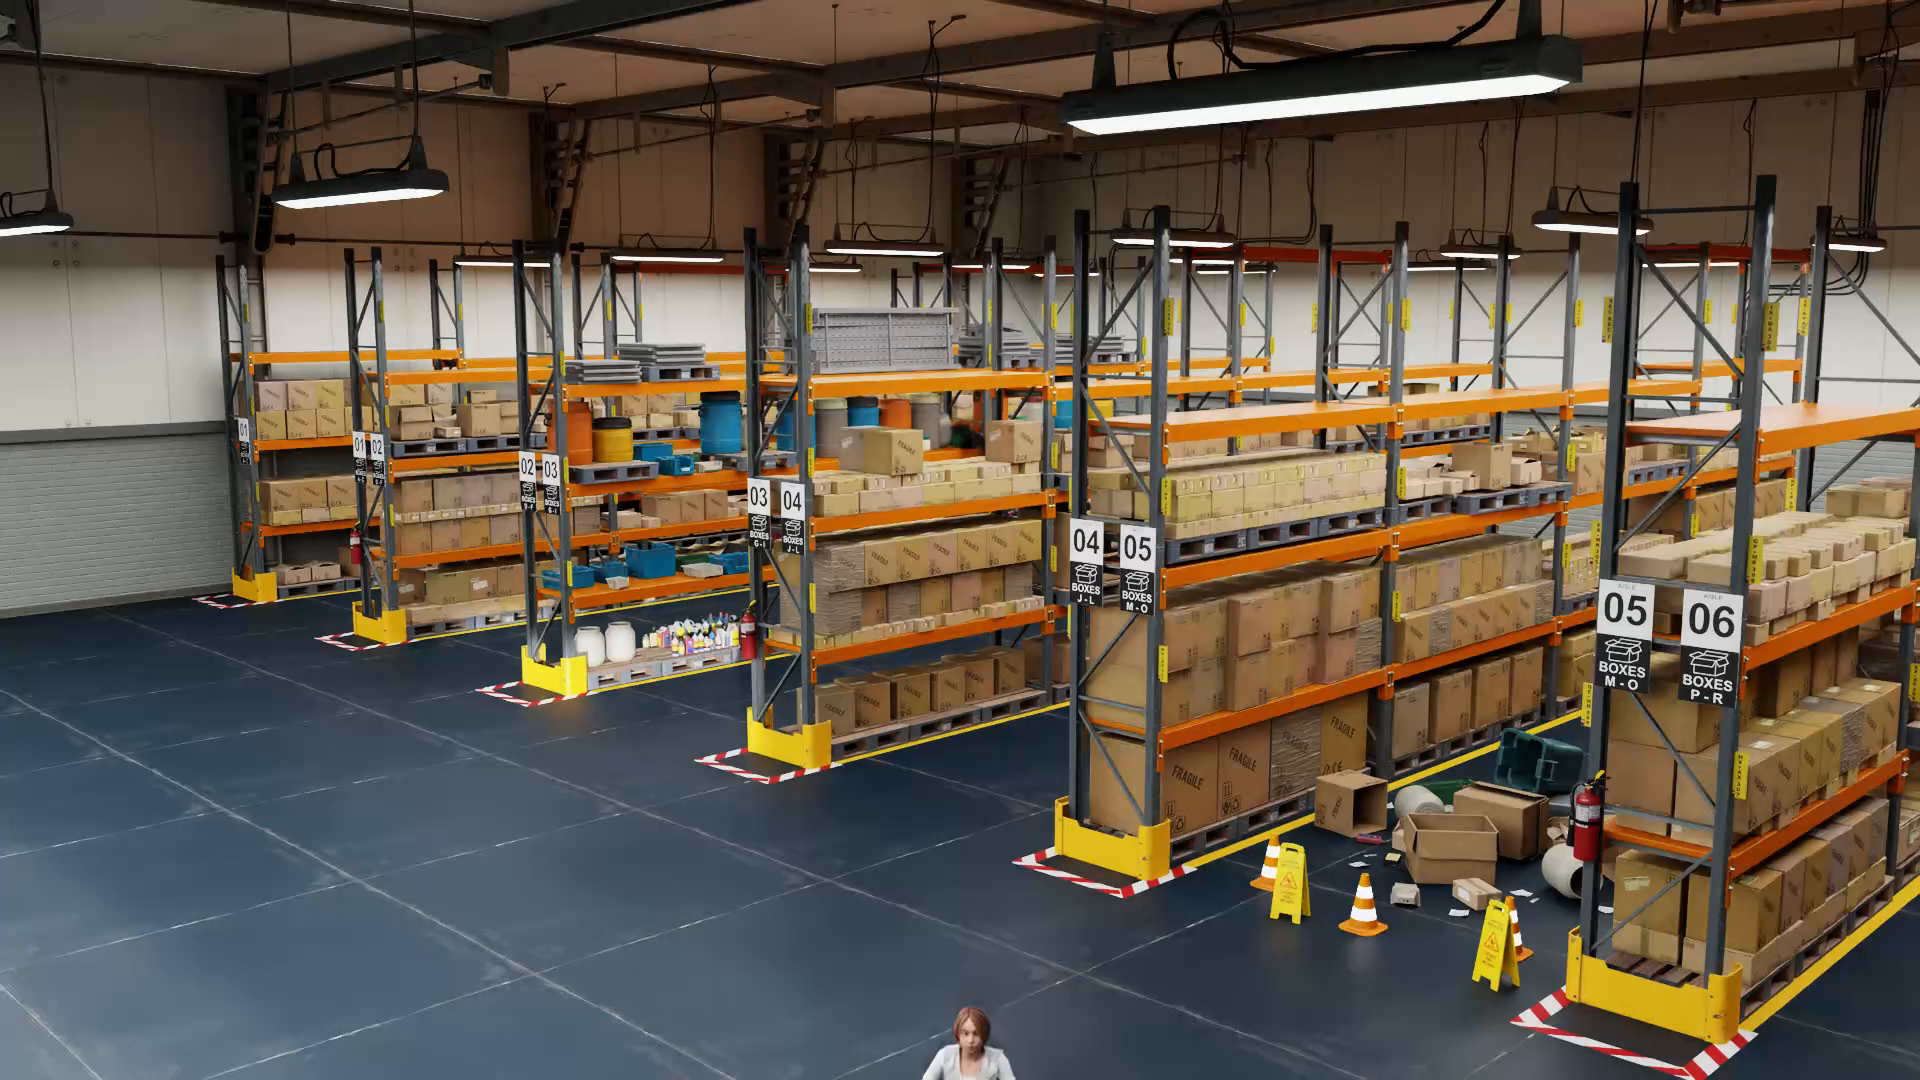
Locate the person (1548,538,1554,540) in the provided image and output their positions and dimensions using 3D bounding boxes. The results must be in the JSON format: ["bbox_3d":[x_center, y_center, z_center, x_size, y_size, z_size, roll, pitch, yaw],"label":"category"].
[{"bbox_3d":[9.286,0.734,25.849,0.564,1.618,0.694,7,11,39],"label":"person"}]

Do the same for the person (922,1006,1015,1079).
[{"bbox_3d":[0.063,3.162,8.670,0.538,1.576,0.804,0,8,3],"label":"person"}]
